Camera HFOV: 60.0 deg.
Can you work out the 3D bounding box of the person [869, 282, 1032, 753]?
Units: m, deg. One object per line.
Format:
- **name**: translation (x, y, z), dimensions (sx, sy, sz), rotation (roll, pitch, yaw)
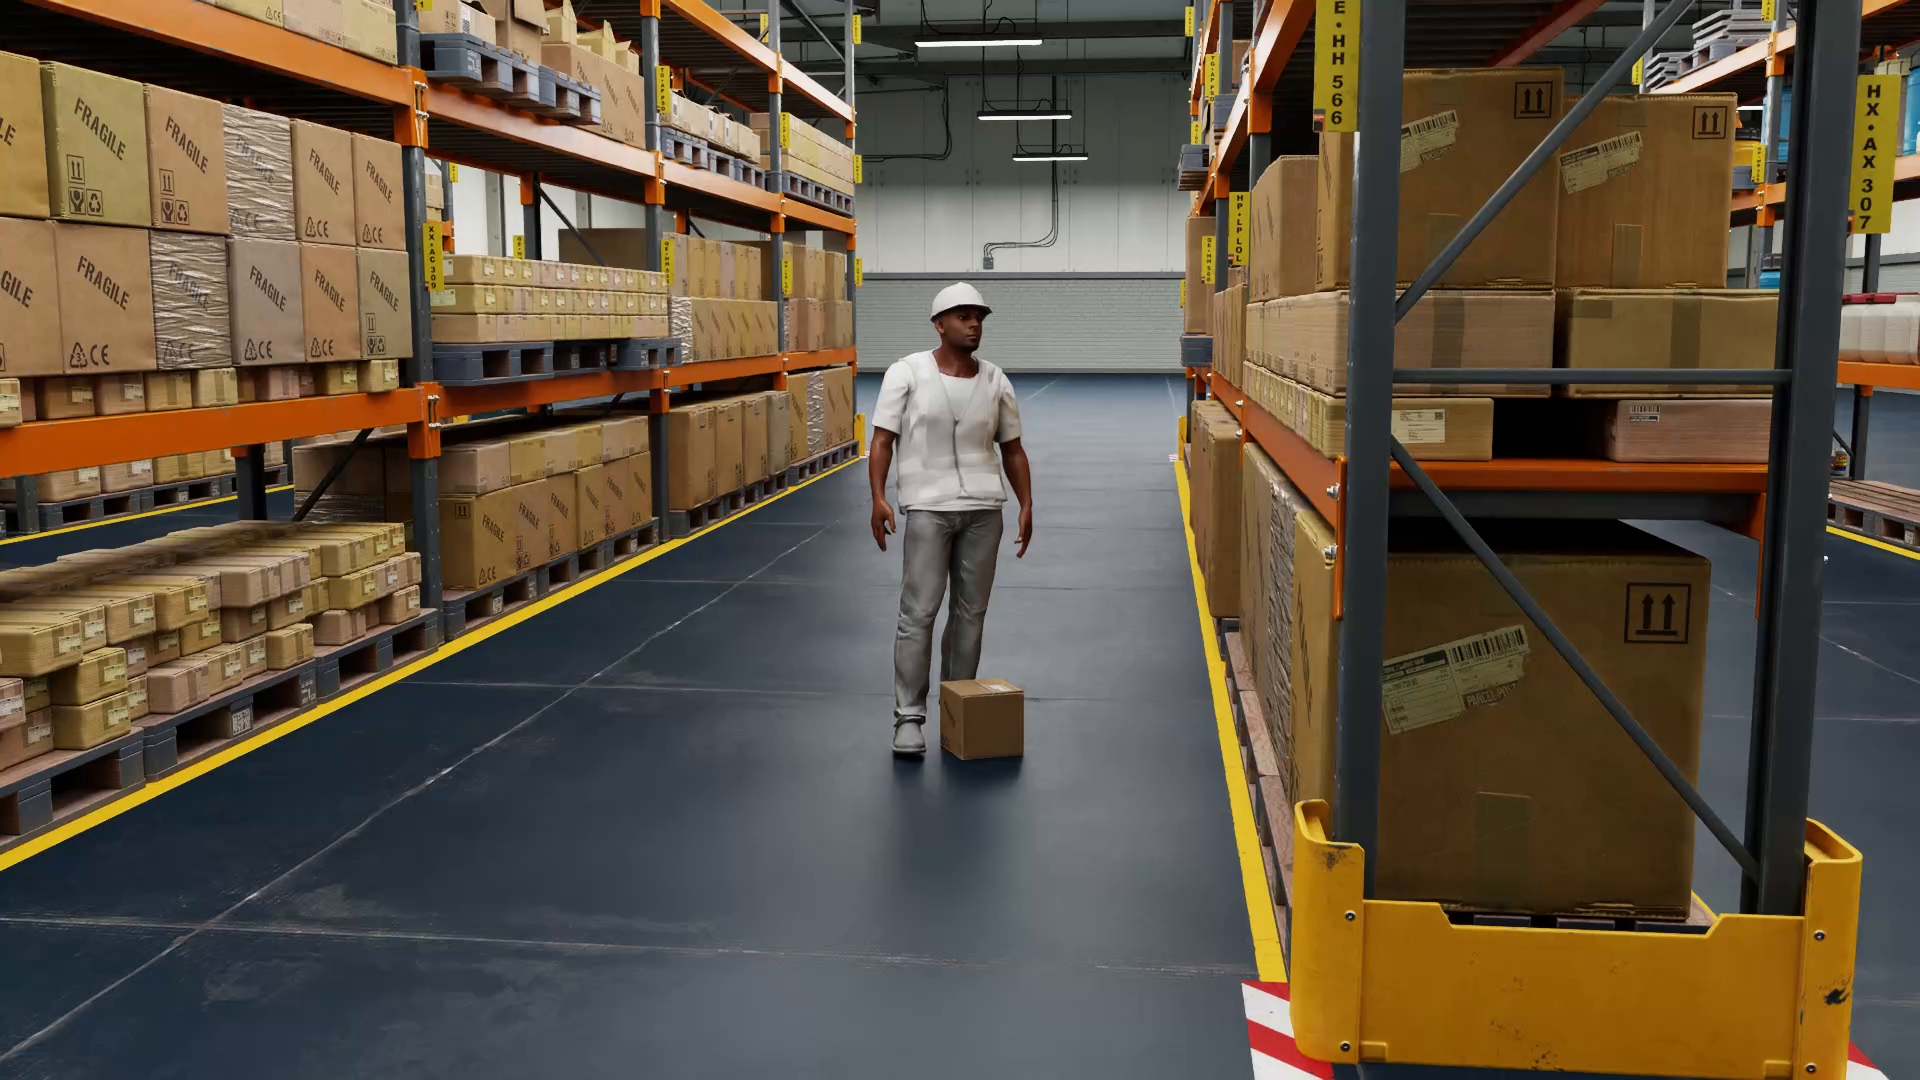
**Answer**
- **person**: translation (-0.010, -0.102, 6.413), dimensions (0.665, 1.761, 0.577), rotation (-2, 8, -18)
